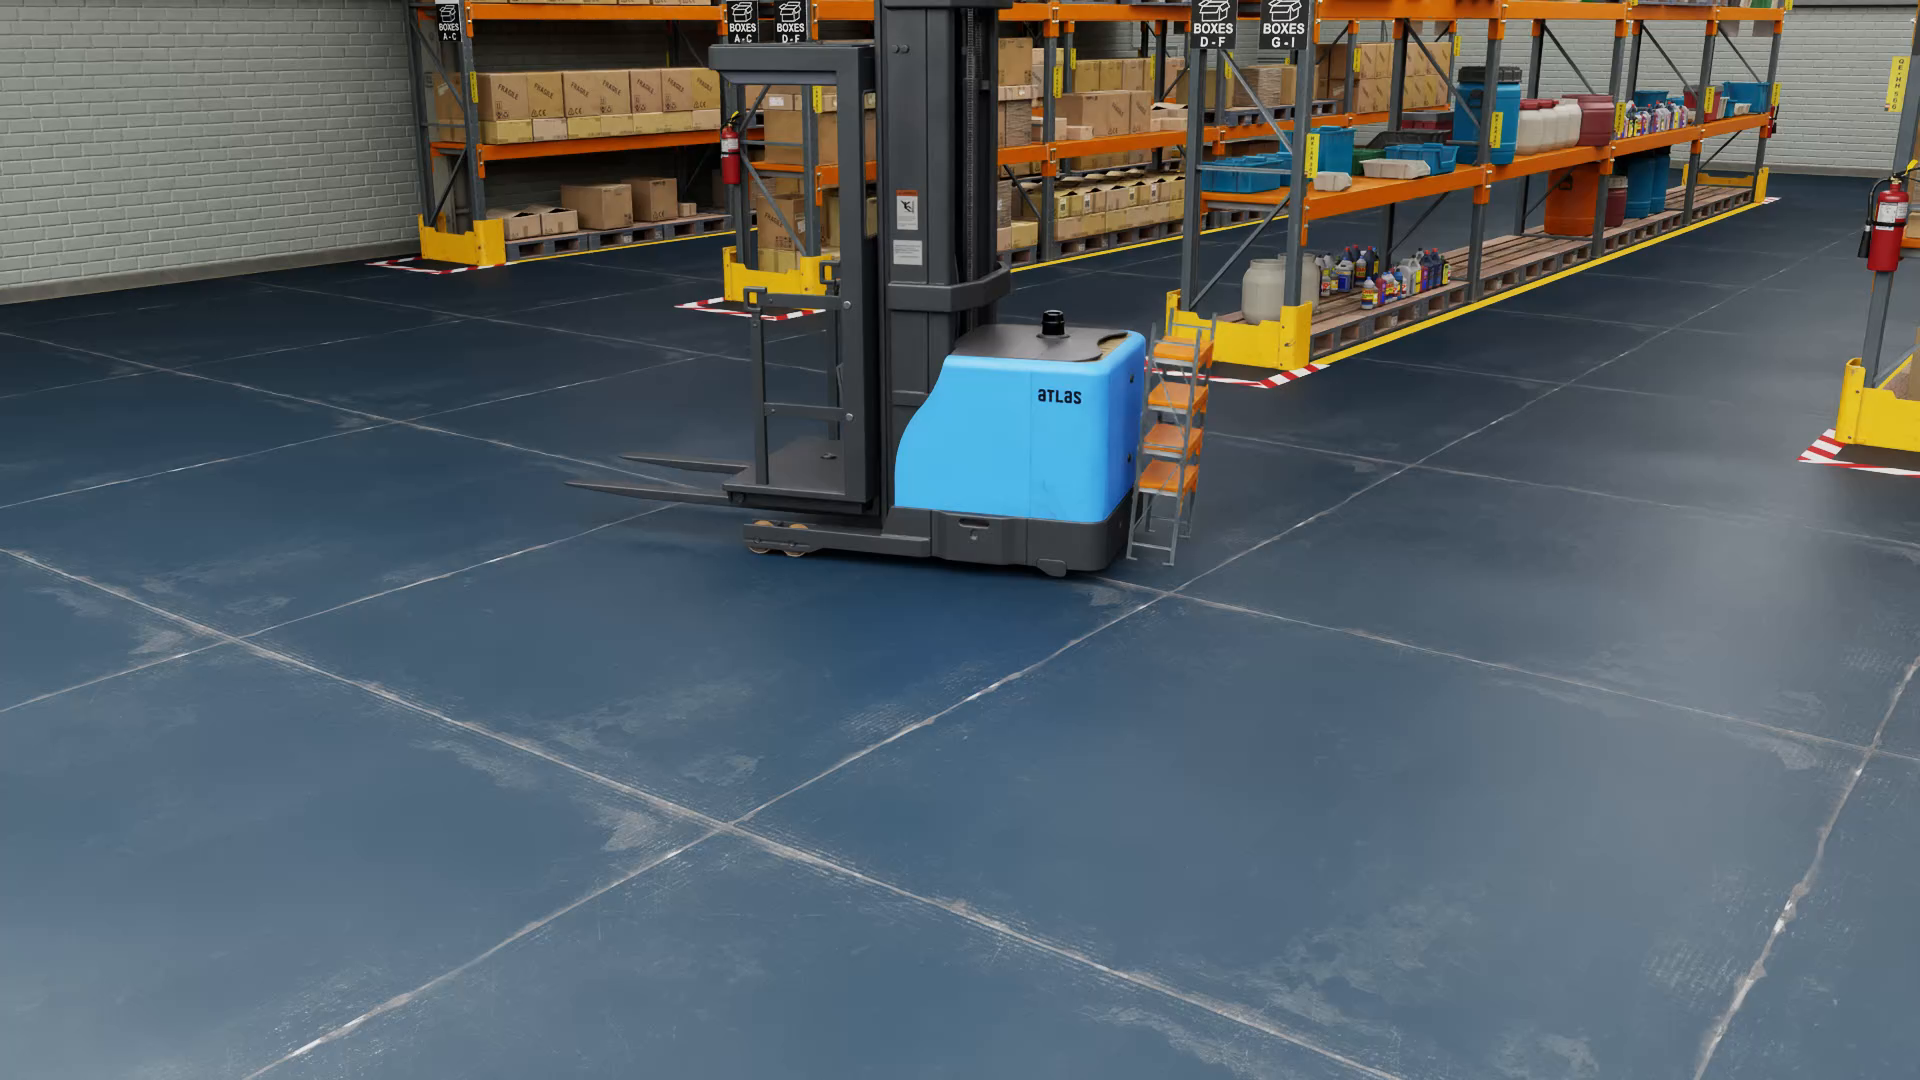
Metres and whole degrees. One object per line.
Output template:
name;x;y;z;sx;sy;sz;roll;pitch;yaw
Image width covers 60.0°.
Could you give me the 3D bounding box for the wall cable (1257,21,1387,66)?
wall cable;7.454;-11.097;34.539;3.097;2.526;0.112;12;21;35

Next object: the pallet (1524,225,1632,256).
pallet;7.423;-3.638;20.102;1.003;0.211;1.213;12;21;35

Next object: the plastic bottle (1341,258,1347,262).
plastic bottle;3.619;-2.523;15.670;0.097;0.271;0.097;0;17;0

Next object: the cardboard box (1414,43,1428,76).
cardboard box;7.128;-7.682;26.568;0.500;0.500;0.500;13;22;36

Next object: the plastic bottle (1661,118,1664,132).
plastic bottle;8.750;-5.210;20.797;0.097;0.201;0.097;0;17;0

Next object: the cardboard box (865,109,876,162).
cardboard box;-1.158;-4.028;16.487;0.700;0.500;0.500;13;22;36

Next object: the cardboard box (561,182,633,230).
cardboard box;-4.435;-4.087;20.318;0.700;0.500;0.500;11;20;31

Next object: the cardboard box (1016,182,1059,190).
cardboard box;0.944;-4.125;19.953;0.500;0.311;0.500;13;22;36

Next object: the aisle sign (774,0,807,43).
aisle sign;-1.549;-4.917;15.136;0.394;0.787;0.004;12;21;35

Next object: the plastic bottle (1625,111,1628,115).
plastic bottle;8.682;-5.485;21.682;0.097;0.201;0.097;0;17;0

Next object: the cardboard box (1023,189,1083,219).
cardboard box;1.074;-3.908;19.252;0.500;0.311;0.500;13;21;35

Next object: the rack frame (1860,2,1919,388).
rack frame;6.198;-1.994;10.106;1.000;3.000;0.127;12;21;35

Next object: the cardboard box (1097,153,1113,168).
cardboard box;2.244;-6.764;28.973;0.700;0.500;0.500;12;21;34

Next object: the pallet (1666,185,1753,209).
pallet;11.231;-5.159;24.999;1.003;0.211;1.213;12;21;35

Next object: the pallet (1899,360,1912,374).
pallet;7.483;-1.157;12.113;1.003;0.211;1.213;12;21;35

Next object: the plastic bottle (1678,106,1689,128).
plastic bottle;9.395;-5.517;21.660;0.152;0.276;0.135;12;21;35

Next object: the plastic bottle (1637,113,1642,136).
plastic bottle;8.146;-5.002;20.010;0.097;0.271;0.097;0;17;0

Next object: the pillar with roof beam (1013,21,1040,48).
pillar with roof beam;4.594;-9.902;25.455;9.100;9.000;0.400;12;21;35

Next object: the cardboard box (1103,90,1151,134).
cardboard box;2.024;-5.296;20.571;0.500;0.500;0.500;11;20;32

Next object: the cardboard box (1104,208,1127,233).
cardboard box;1.679;-3.883;20.118;0.500;0.250;0.500;12;21;33

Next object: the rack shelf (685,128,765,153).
rack shelf;-2.161;-5.705;23.271;1.077;0.370;4.000;12;21;35

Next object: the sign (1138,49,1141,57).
sign;3.355;-8.981;31.014;0.100;0.325;0.005;12;21;35

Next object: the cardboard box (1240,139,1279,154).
cardboard box;4.315;-5.667;24.145;0.500;0.250;0.500;12;21;35

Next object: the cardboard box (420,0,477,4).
cardboard box;-5.691;-6.254;18.563;0.500;0.500;0.500;14;22;39

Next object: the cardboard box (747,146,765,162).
cardboard box;-2.668;-5.231;22.738;0.500;0.250;0.500;12;21;34

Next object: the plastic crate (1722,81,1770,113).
plastic crate;11.704;-6.613;24.819;0.616;0.435;0.499;12;21;35

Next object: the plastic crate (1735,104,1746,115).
plastic crate;11.229;-6.290;24.284;0.396;0.136;0.243;12;21;35

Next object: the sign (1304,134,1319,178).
sign;2.660;-2.903;12.567;0.100;0.325;0.005;12;21;35

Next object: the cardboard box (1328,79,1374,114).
cardboard box;5.917;-6.724;25.171;0.500;0.500;0.500;13;22;36

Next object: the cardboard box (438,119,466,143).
cardboard box;-5.613;-4.703;19.050;0.500;0.250;0.500;13;21;35

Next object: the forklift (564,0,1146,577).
forklift;-0.601;-1.456;8.490;3.031;2.935;1.130;5;18;17

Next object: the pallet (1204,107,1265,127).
pallet;3.359;-5.733;22.470;1.213;0.211;1.003;12;21;35

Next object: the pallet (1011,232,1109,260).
pallet;1.035;-3.549;19.815;1.003;0.211;1.213;12;21;35

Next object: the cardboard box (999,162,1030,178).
cardboard box;0.604;-6.262;26.766;0.750;0.750;0.750;13;22;36

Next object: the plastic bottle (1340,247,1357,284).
plastic bottle;3.677;-2.603;15.792;0.144;0.351;0.185;11;21;32

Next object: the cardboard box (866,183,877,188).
cardboard box;-0.792;-3.531;17.719;0.500;0.500;0.500;12;21;35

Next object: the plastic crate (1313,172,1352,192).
plastic crate;3.012;-2.899;13.467;0.298;0.136;0.250;12;21;35

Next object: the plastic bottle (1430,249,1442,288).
plastic bottle;4.451;-2.562;15.662;0.144;0.351;0.185;12;21;33

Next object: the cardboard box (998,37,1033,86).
cardboard box;0.368;-5.258;18.263;0.700;0.500;0.500;13;21;35

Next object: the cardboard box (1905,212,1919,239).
cardboard box;6.202;-1.978;10.479;0.380;0.149;0.250;12;21;35

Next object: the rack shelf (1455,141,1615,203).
rack shelf;5.795;-3.954;17.633;1.077;0.370;4.000;12;21;35

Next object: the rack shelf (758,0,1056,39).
rack shelf;-0.564;-5.310;16.942;1.077;0.370;4.000;12;21;35

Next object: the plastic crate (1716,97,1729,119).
plastic crate;10.428;-6.030;23.203;0.437;0.282;0.530;12;21;35

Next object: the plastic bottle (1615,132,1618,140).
plastic bottle;7.595;-4.782;19.301;0.097;0.271;0.097;0;17;0

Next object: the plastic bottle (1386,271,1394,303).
plastic bottle;3.815;-2.258;14.817;0.097;0.271;0.097;0;17;0

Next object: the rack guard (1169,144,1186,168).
rack guard;3.812;-7.242;31.223;1.175;0.500;0.348;12;21;35

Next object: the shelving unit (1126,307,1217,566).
shelving unit;1.068;-0.526;8.385;0.258;1.200;0.503;9;19;15

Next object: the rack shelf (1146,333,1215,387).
rack shelf;1.097;-0.898;8.260;0.258;0.148;0.480;9;19;15

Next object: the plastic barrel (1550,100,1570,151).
plastic barrel;6.295;-4.445;17.810;0.421;0.512;0.421;0;17;0

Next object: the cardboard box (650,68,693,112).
cardboard box;-3.679;-5.581;20.613;0.500;0.500;0.500;12;21;34

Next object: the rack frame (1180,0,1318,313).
rack frame;2.220;-2.869;12.925;1.000;3.000;0.127;12;21;35
